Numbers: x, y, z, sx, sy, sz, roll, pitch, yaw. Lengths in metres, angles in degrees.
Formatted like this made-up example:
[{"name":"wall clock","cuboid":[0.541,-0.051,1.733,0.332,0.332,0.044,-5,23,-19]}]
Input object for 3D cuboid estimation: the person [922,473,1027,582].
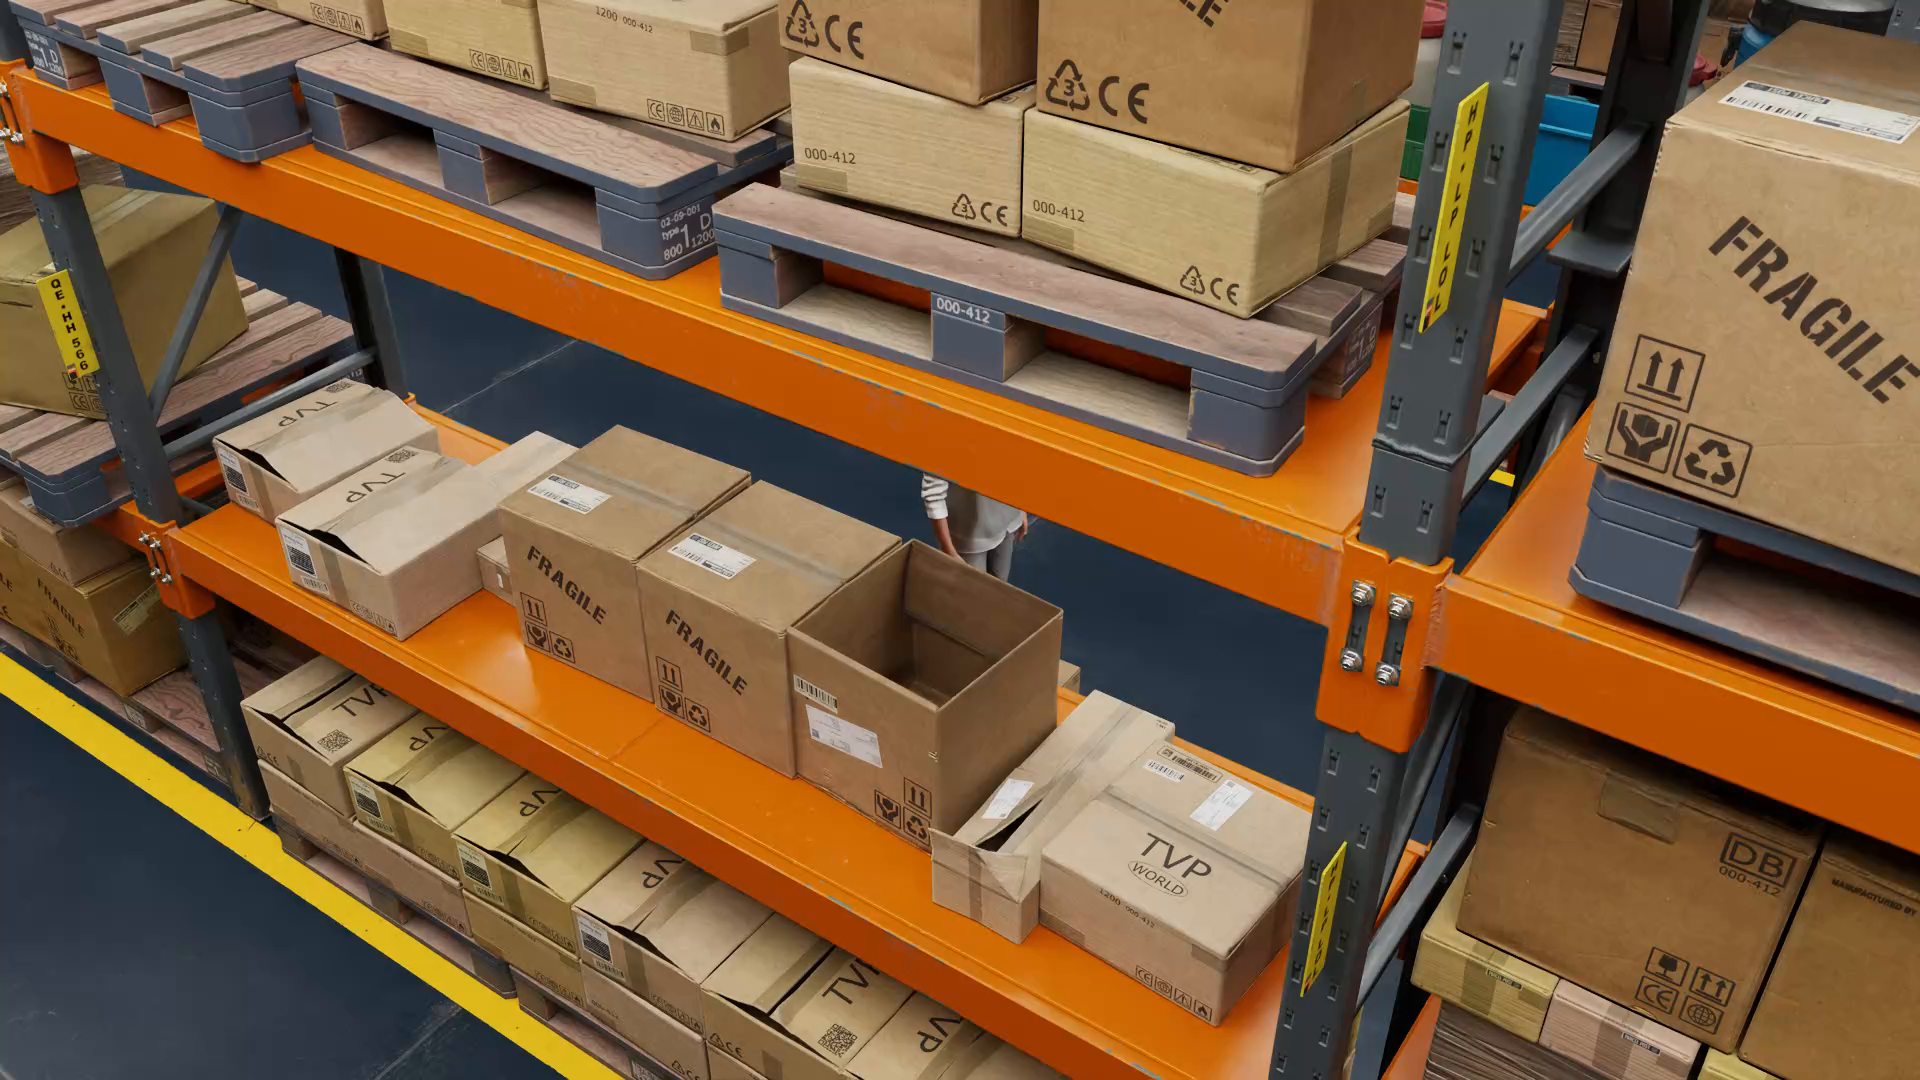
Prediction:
[{"name":"person","cuboid":[0.120,0.009,6.123,0.473,1.599,0.519,22,41,28]}]
